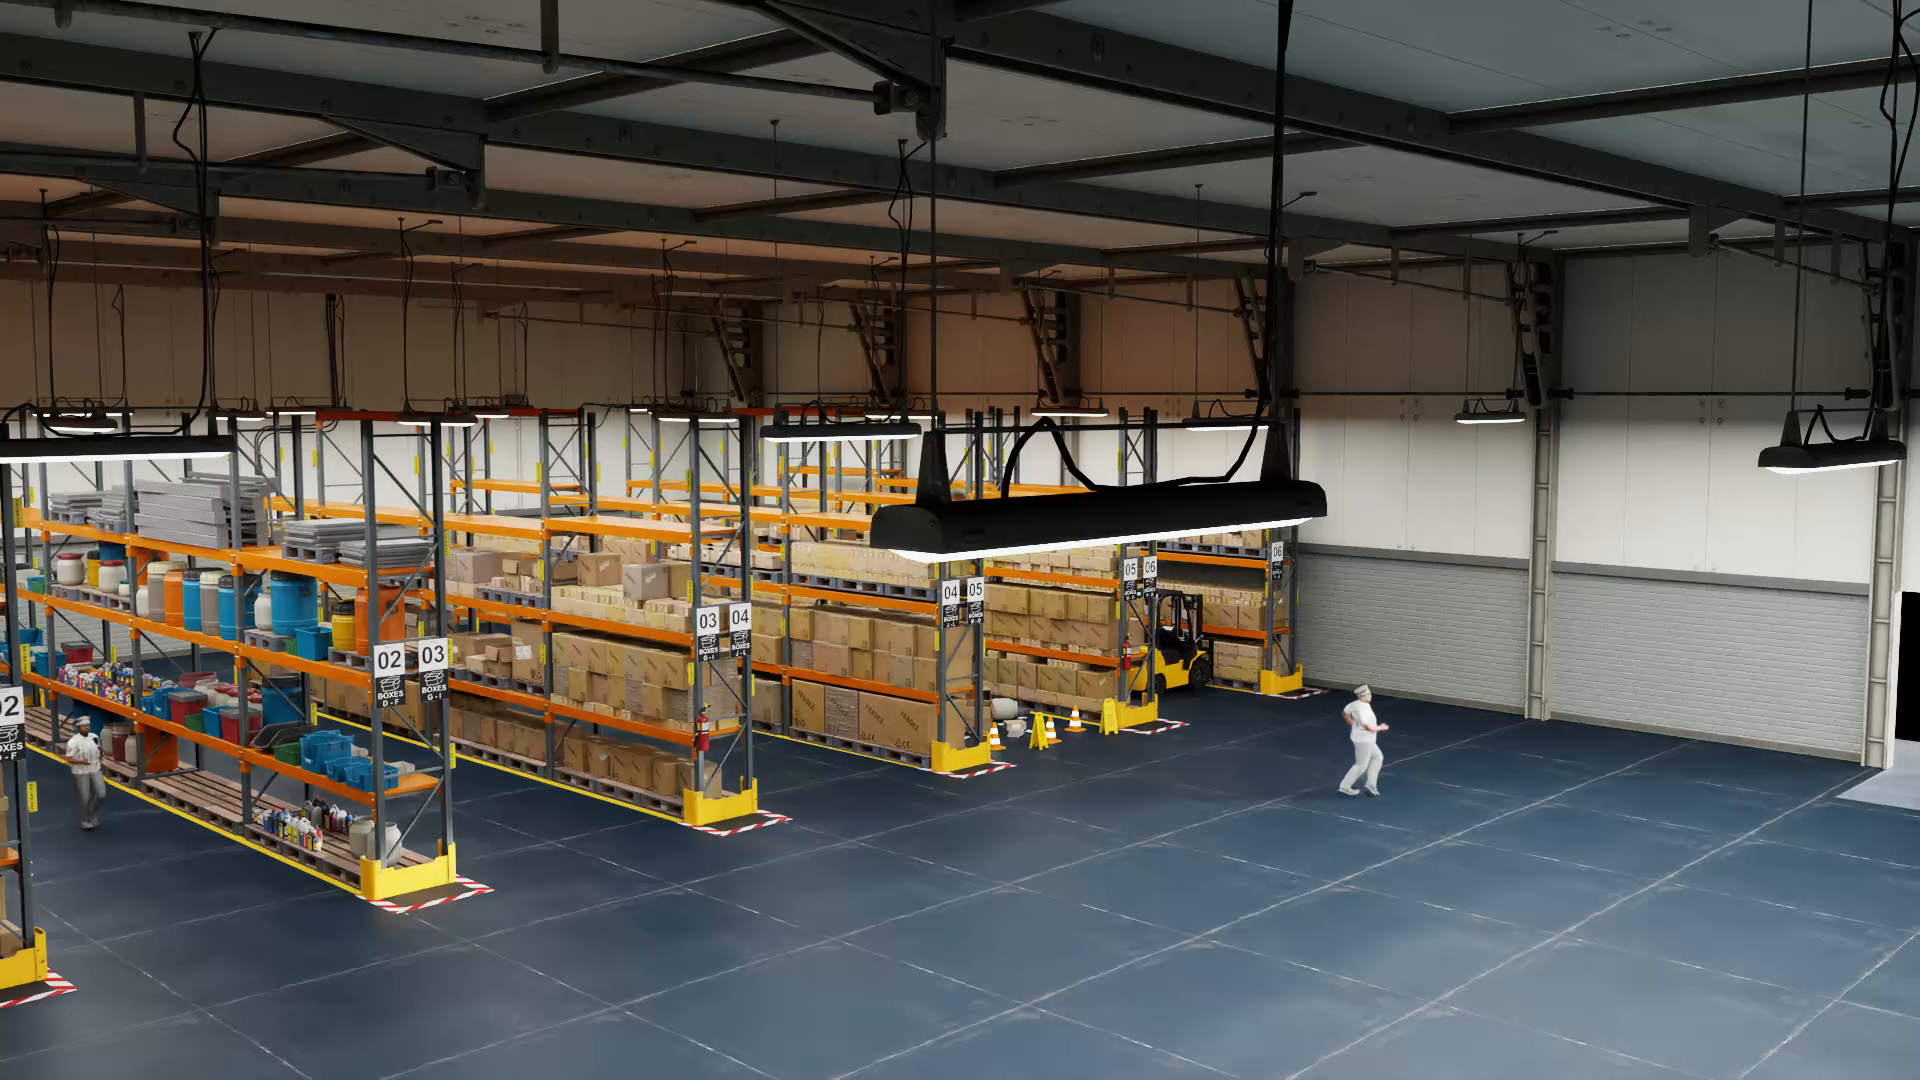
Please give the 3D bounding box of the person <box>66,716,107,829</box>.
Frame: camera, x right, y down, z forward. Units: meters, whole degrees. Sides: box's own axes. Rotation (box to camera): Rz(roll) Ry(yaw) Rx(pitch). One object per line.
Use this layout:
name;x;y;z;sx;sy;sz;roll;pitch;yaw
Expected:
person;-12.583;3.363;24.044;0.570;1.663;0.563;4;6;38

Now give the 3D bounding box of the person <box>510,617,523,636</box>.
person;-9.141;2.449;34.671;0.581;1.700;0.841;-5;7;-42

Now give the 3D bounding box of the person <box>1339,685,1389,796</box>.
person;6.326;3.172;26.087;0.767;1.817;0.670;0;5;3
